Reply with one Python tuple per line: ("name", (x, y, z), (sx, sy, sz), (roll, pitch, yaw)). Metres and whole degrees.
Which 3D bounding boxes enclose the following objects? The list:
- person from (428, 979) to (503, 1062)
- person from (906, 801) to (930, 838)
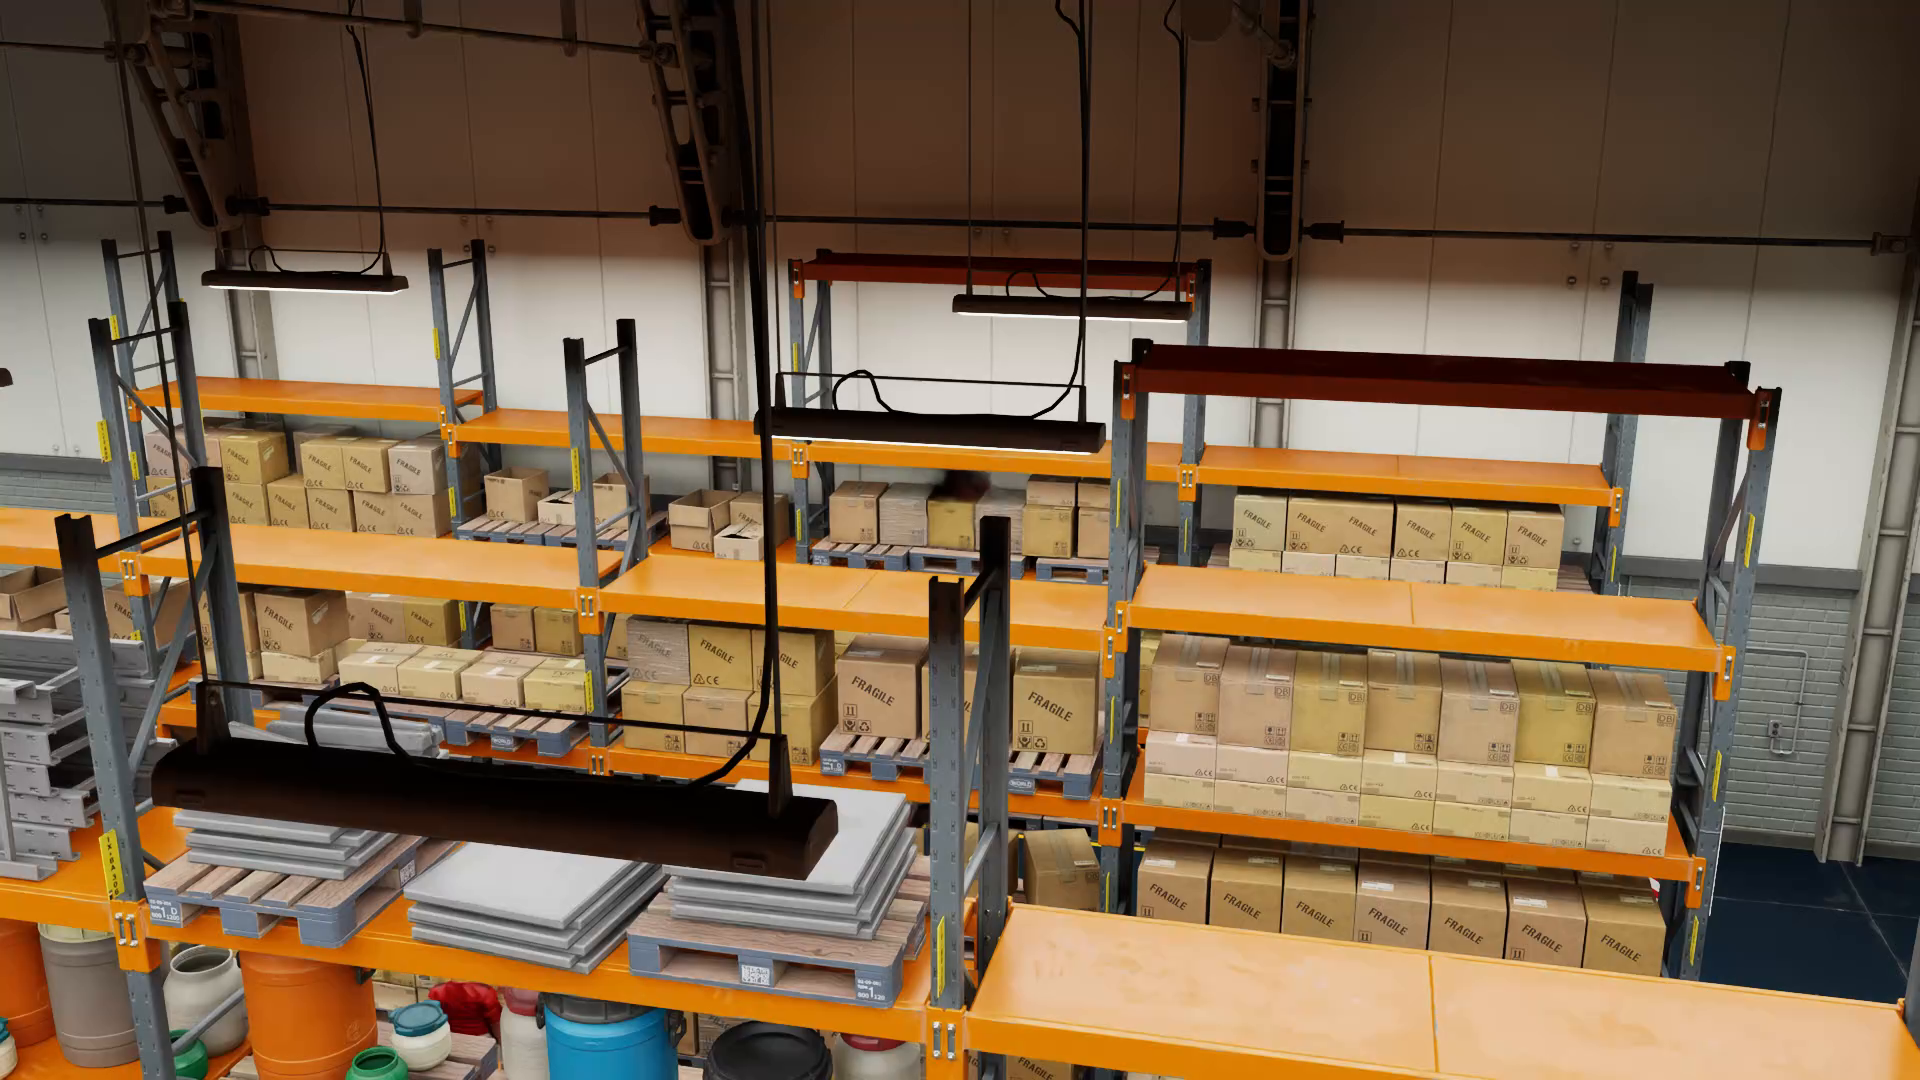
("person", (-3.610, 3.793, 12.309), (0.576, 1.732, 0.393), (-5, 17, -15))
("person", (-0.413, 2.531, 16.070), (1.006, 1.671, 0.581), (6, 17, 20))
